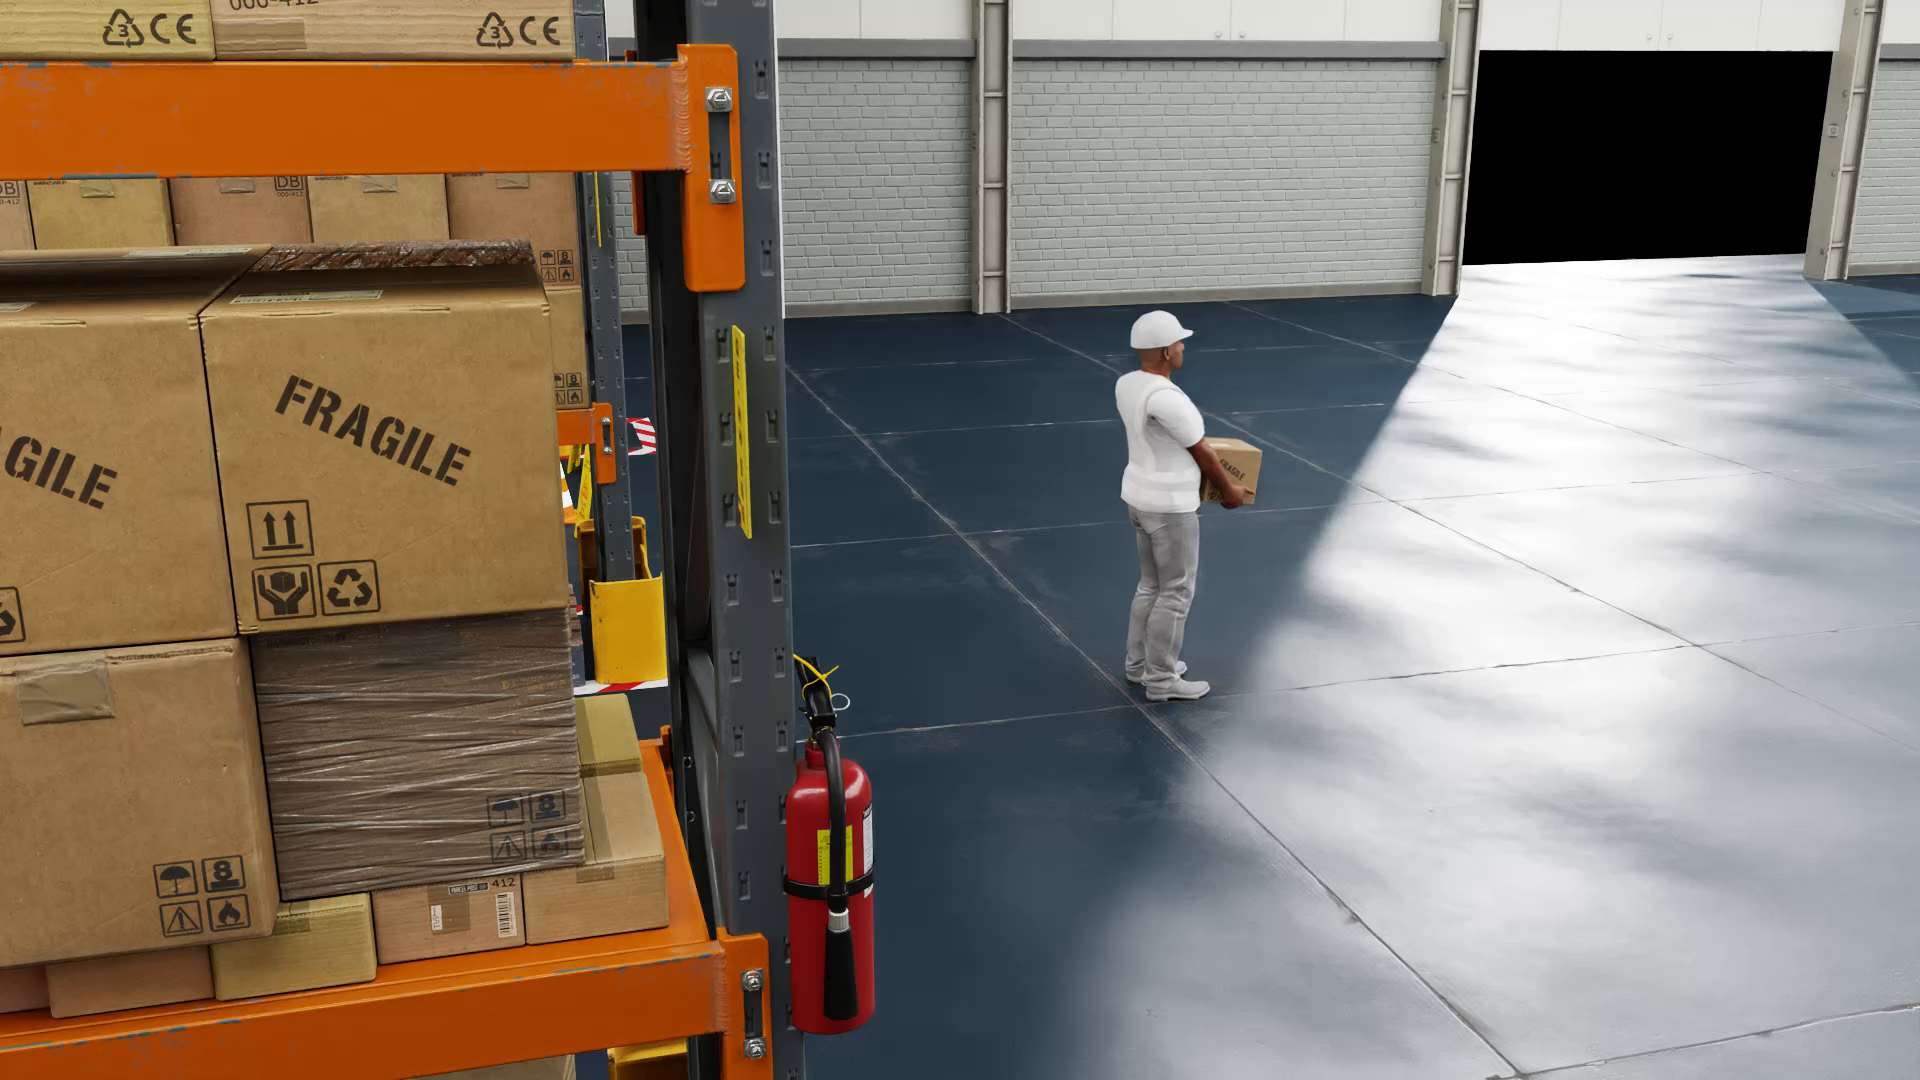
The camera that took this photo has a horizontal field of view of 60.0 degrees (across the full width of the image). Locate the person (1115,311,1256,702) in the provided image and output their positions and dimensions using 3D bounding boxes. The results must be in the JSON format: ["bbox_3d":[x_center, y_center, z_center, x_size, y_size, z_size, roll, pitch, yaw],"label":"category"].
[{"bbox_3d":[1.016,-0.166,7.581,0.581,1.759,0.504,-4,16,-14],"label":"person"}]
